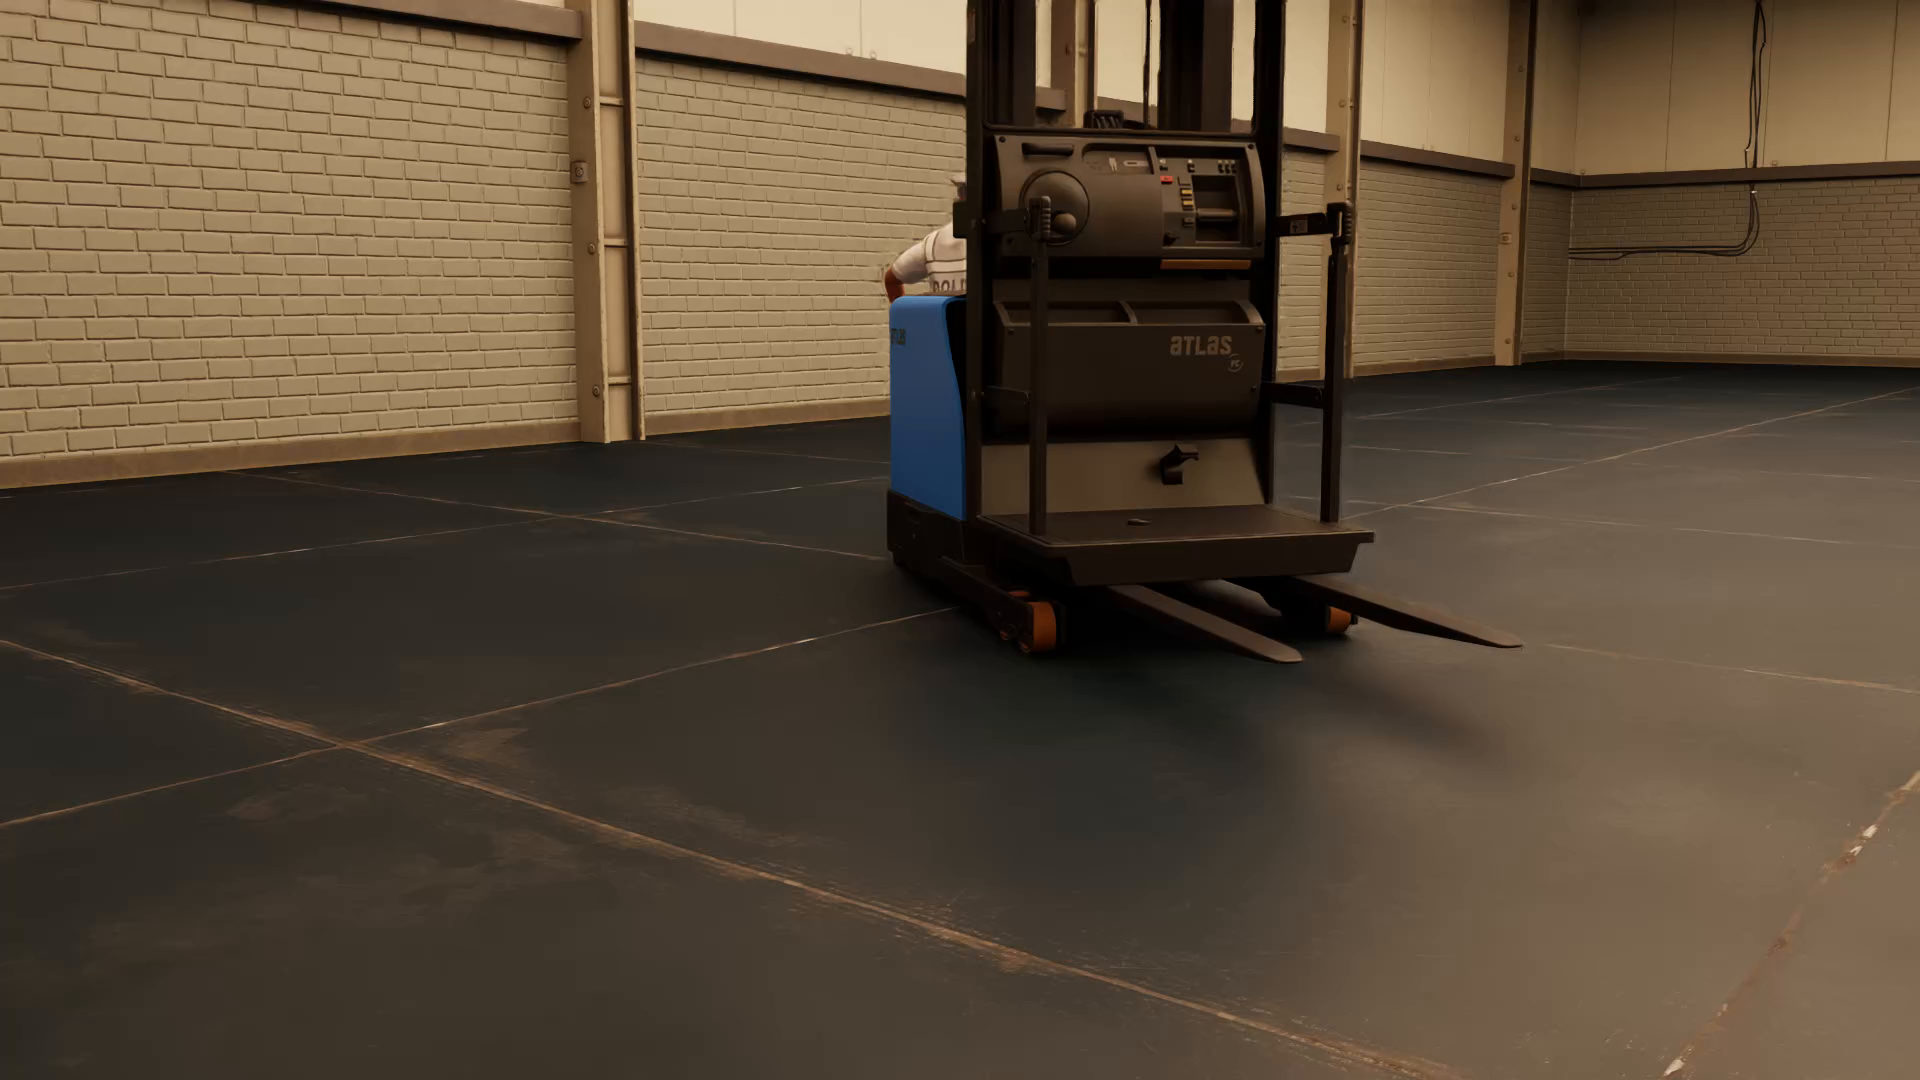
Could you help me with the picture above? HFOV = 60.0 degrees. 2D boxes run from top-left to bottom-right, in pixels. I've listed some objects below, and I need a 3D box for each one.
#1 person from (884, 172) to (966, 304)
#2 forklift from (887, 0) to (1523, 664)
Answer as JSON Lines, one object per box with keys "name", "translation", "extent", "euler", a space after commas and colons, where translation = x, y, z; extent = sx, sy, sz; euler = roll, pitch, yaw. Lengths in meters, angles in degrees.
{"name": "person", "translation": [0.146, -0.829, 7.595], "extent": [1.105, 1.693, 0.624], "euler": [5, 9, 28]}
{"name": "forklift", "translation": [0.628, -1.167, 5.258], "extent": [1.130, 2.935, 3.031], "euler": [-3, 9, -17]}
